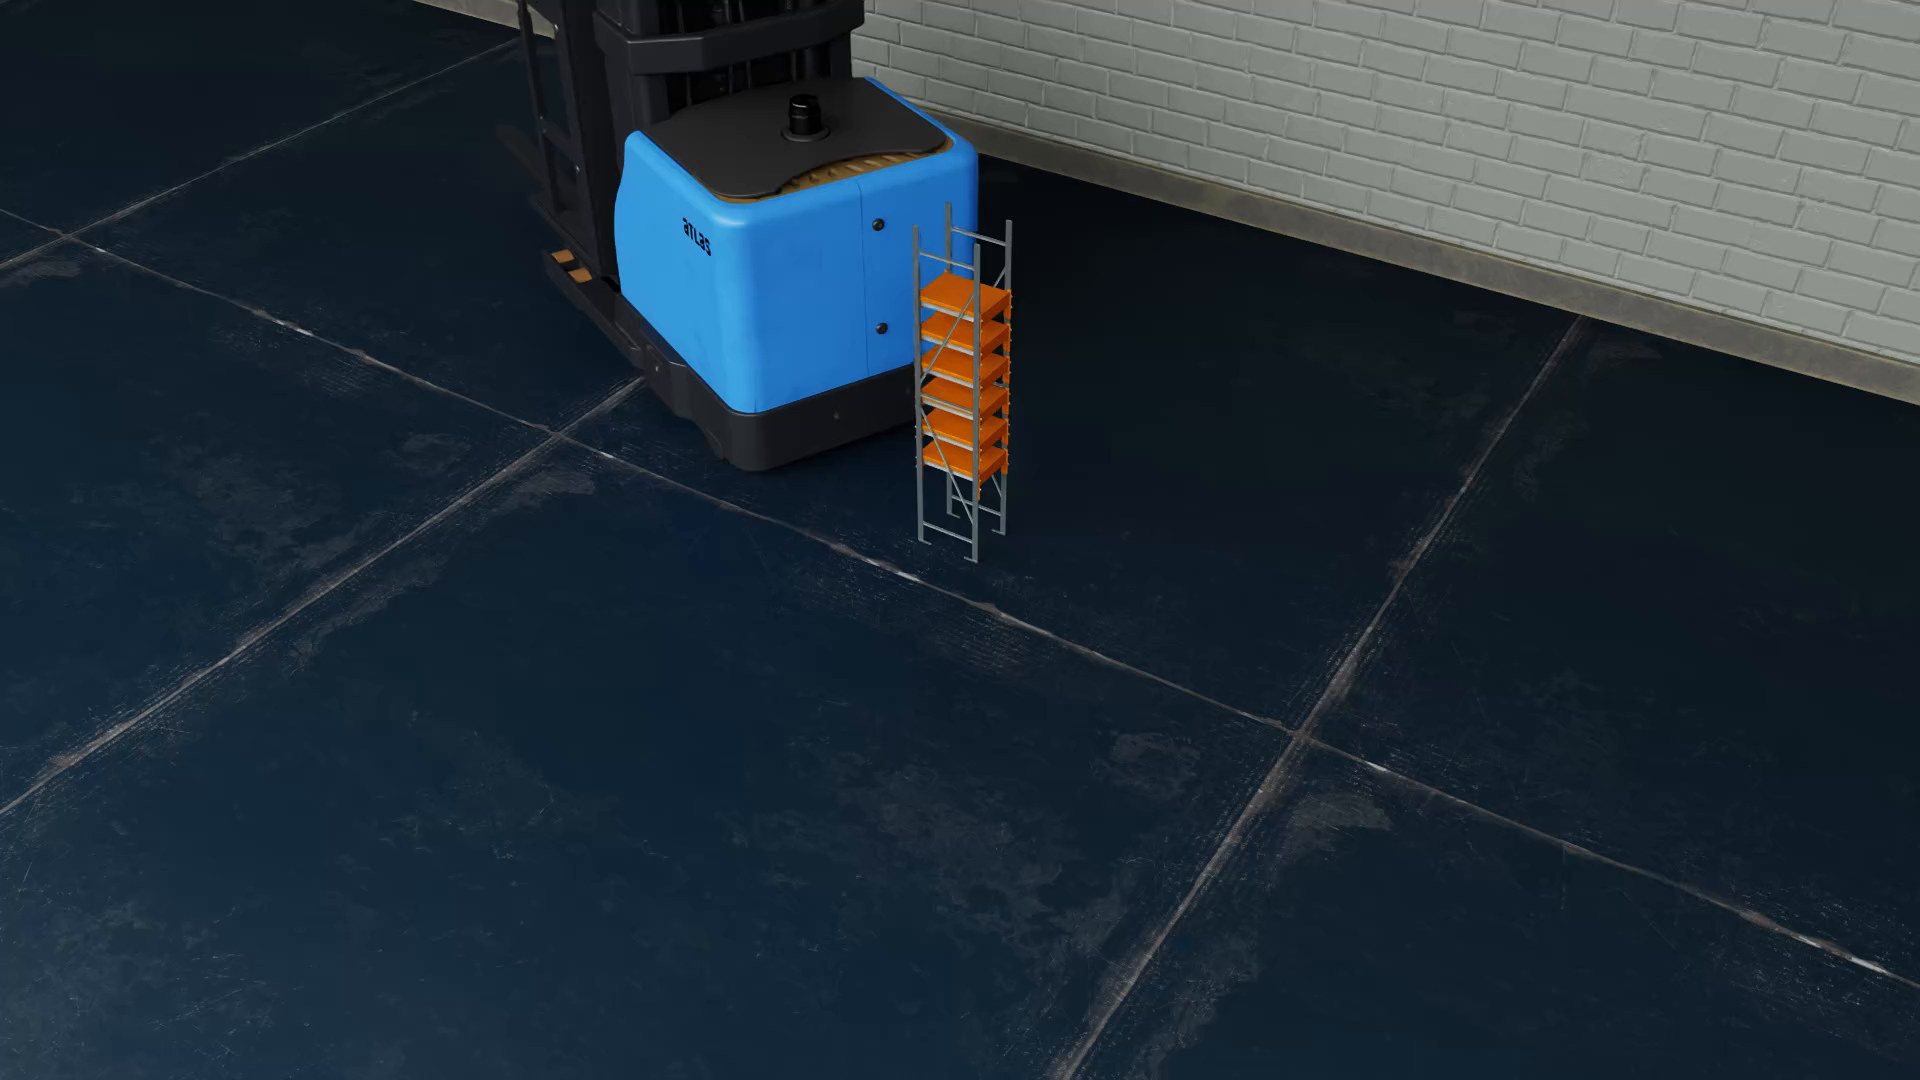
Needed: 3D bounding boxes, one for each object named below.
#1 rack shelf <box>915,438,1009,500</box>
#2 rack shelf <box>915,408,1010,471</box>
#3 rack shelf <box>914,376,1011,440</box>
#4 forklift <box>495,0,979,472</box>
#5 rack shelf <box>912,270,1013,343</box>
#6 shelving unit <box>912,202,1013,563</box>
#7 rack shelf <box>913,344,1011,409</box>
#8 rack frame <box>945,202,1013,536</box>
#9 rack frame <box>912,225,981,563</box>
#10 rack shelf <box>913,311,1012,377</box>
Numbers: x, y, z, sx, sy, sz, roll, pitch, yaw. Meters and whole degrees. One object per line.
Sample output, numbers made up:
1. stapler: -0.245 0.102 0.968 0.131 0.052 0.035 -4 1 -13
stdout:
1. rack shelf: 0.008 -0.257 5.567 0.258 0.103 0.180 21 42 25
2. rack shelf: 0.008 -0.352 5.494 0.258 0.103 0.180 21 42 25
3. rack shelf: 0.008 -0.447 5.420 0.258 0.103 0.180 21 42 25
4. forklift: -1.128 -2.276 6.302 1.130 2.935 3.031 -21 42 -25
5. rack shelf: 0.008 -0.733 5.201 0.258 0.103 0.180 21 42 25
6. shelving unit: 0.008 -0.483 5.393 0.258 1.200 0.189 21 42 25
7. rack shelf: 0.008 -0.542 5.347 0.258 0.103 0.180 21 42 25
8. rack frame: 0.057 -0.530 5.455 0.240 1.200 0.006 21 42 25
9. rack frame: -0.041 -0.435 5.332 0.240 1.200 0.006 21 42 25
10. rack shelf: 0.008 -0.638 5.274 0.258 0.103 0.180 21 42 25
